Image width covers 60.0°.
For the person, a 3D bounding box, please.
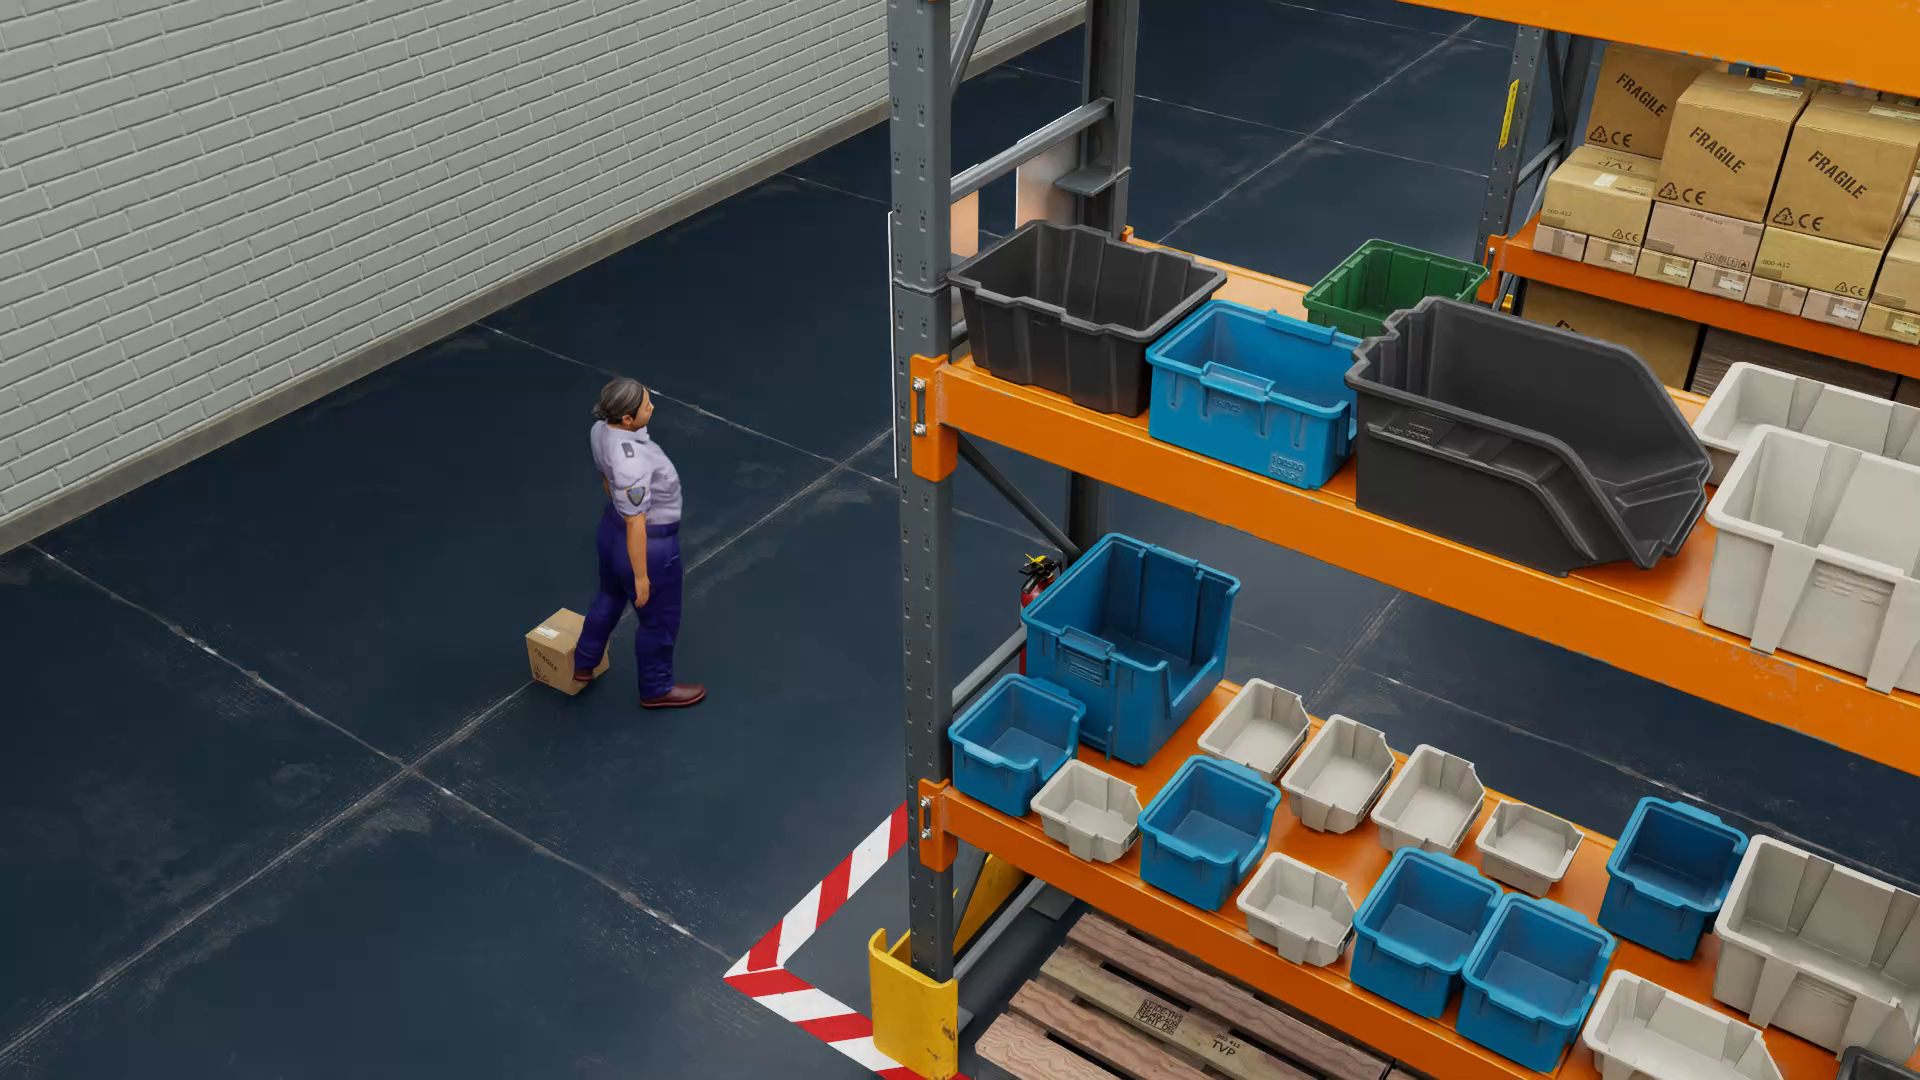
[{"bbox_3d":[-1.480,0.002,7.166,0.504,1.624,0.692,-20,39,-26],"label":"person"}]
